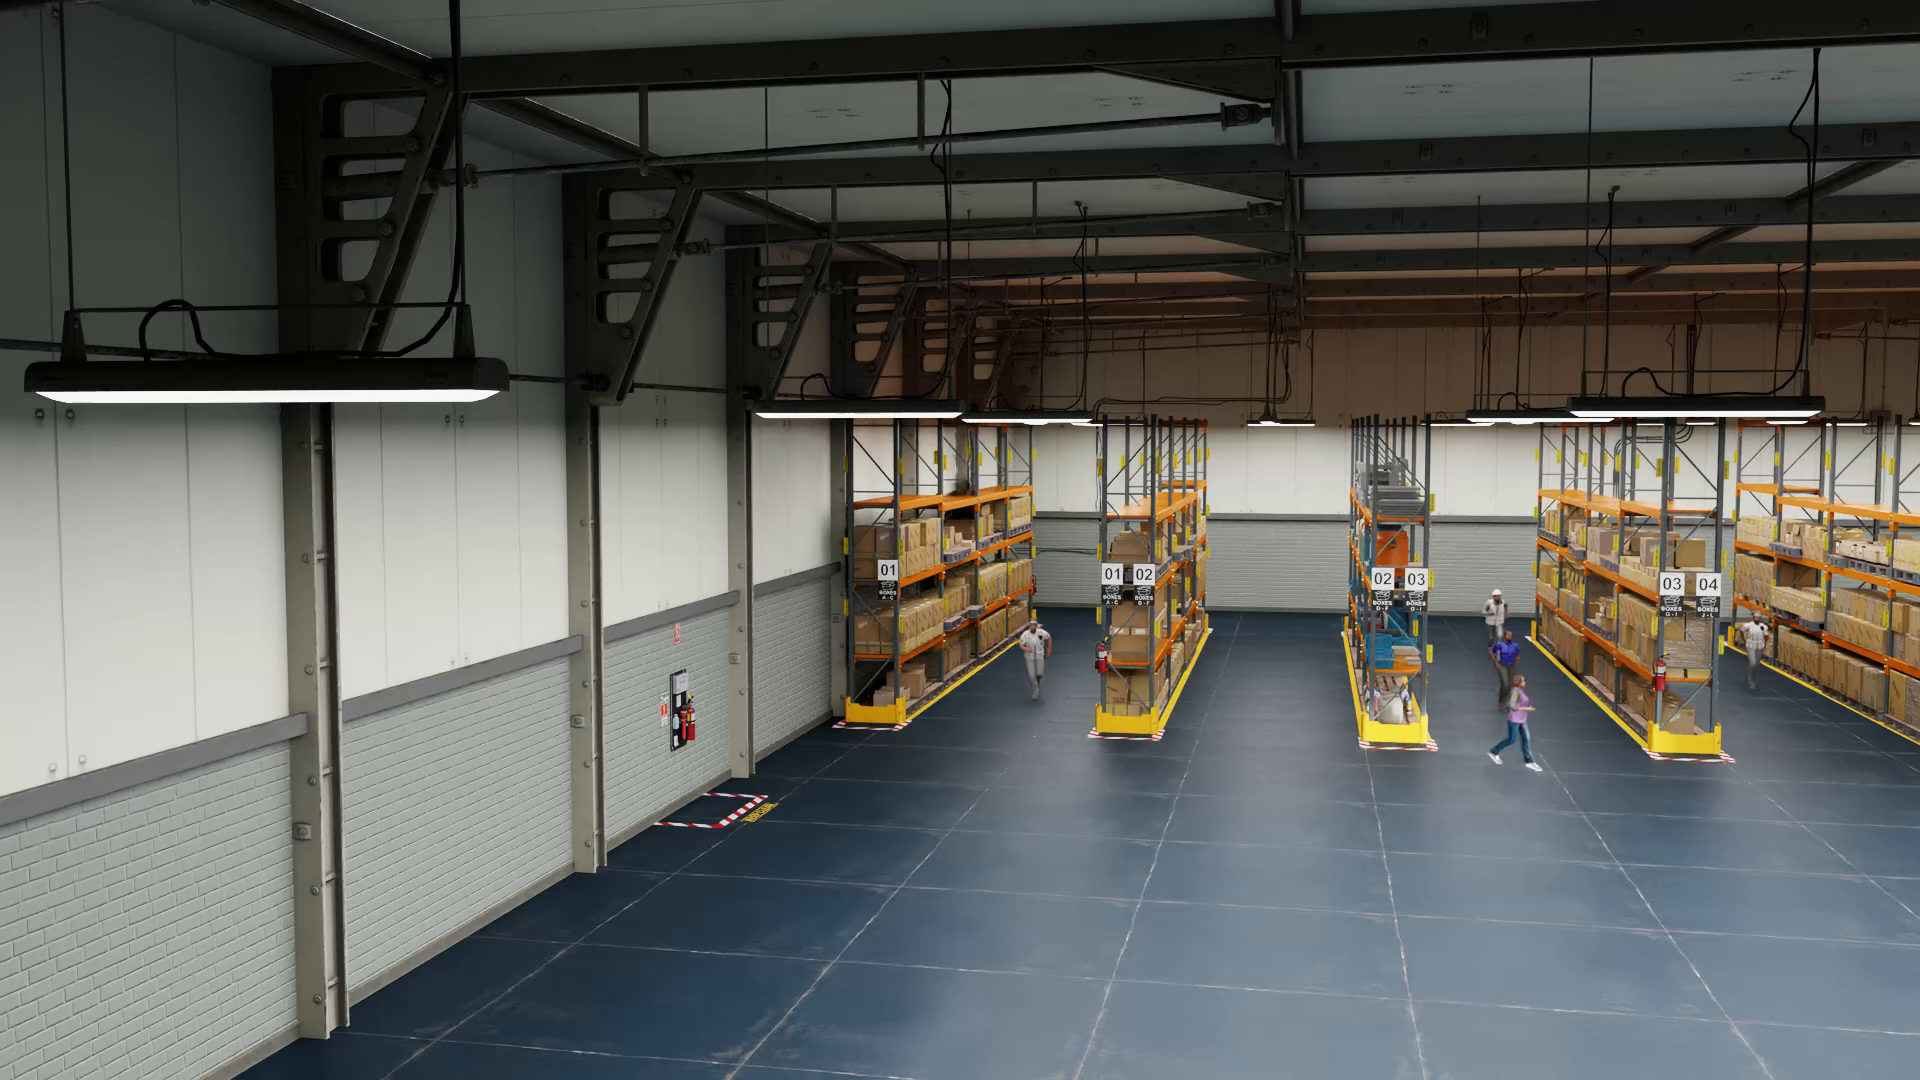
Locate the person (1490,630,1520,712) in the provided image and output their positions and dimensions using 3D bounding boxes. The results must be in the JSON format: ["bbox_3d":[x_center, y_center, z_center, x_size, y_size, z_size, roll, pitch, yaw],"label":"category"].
[{"bbox_3d":[11.108,2.660,33.778,0.549,1.672,0.695,0,4,-4],"label":"person"}]

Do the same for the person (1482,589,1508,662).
[{"bbox_3d":[13.301,2.099,41.433,0.629,1.787,1.013,1,4,11],"label":"person"}]

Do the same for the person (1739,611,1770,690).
[{"bbox_3d":[17.599,2.429,36.826,0.553,1.756,0.794,0,4,7],"label":"person"}]

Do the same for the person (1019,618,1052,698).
[{"bbox_3d":[1.609,2.511,35.342,0.707,1.734,0.647,0,4,0],"label":"person"}]

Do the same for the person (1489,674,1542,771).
[{"bbox_3d":[9.316,3.045,27.882,0.877,1.601,0.540,3,5,38],"label":"person"}]
